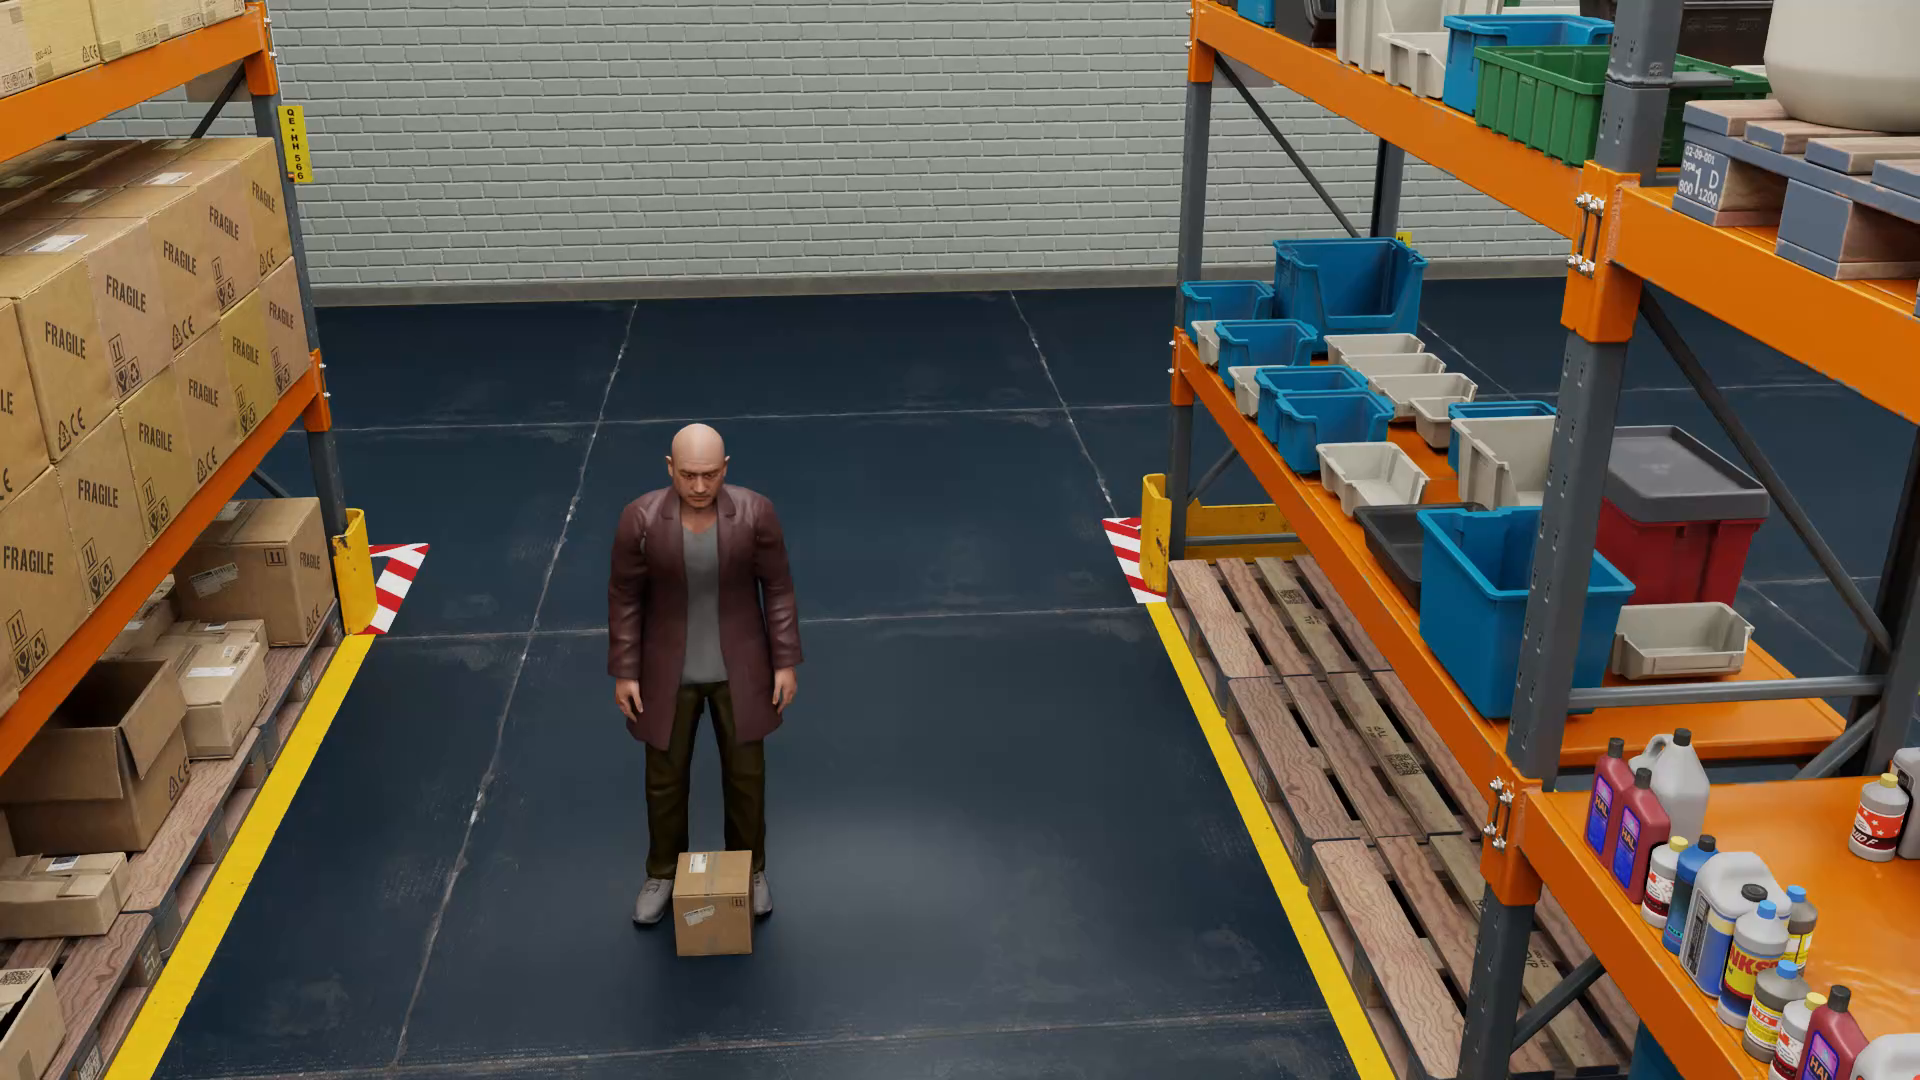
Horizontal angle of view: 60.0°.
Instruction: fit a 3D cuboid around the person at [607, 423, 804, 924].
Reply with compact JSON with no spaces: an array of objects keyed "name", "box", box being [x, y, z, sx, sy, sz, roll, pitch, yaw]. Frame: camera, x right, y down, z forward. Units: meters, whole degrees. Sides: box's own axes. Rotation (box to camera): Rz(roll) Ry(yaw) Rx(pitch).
[{"name":"person","box":[-0.853,0.441,5.598,0.654,1.774,0.421,-3,24,-8]}]
